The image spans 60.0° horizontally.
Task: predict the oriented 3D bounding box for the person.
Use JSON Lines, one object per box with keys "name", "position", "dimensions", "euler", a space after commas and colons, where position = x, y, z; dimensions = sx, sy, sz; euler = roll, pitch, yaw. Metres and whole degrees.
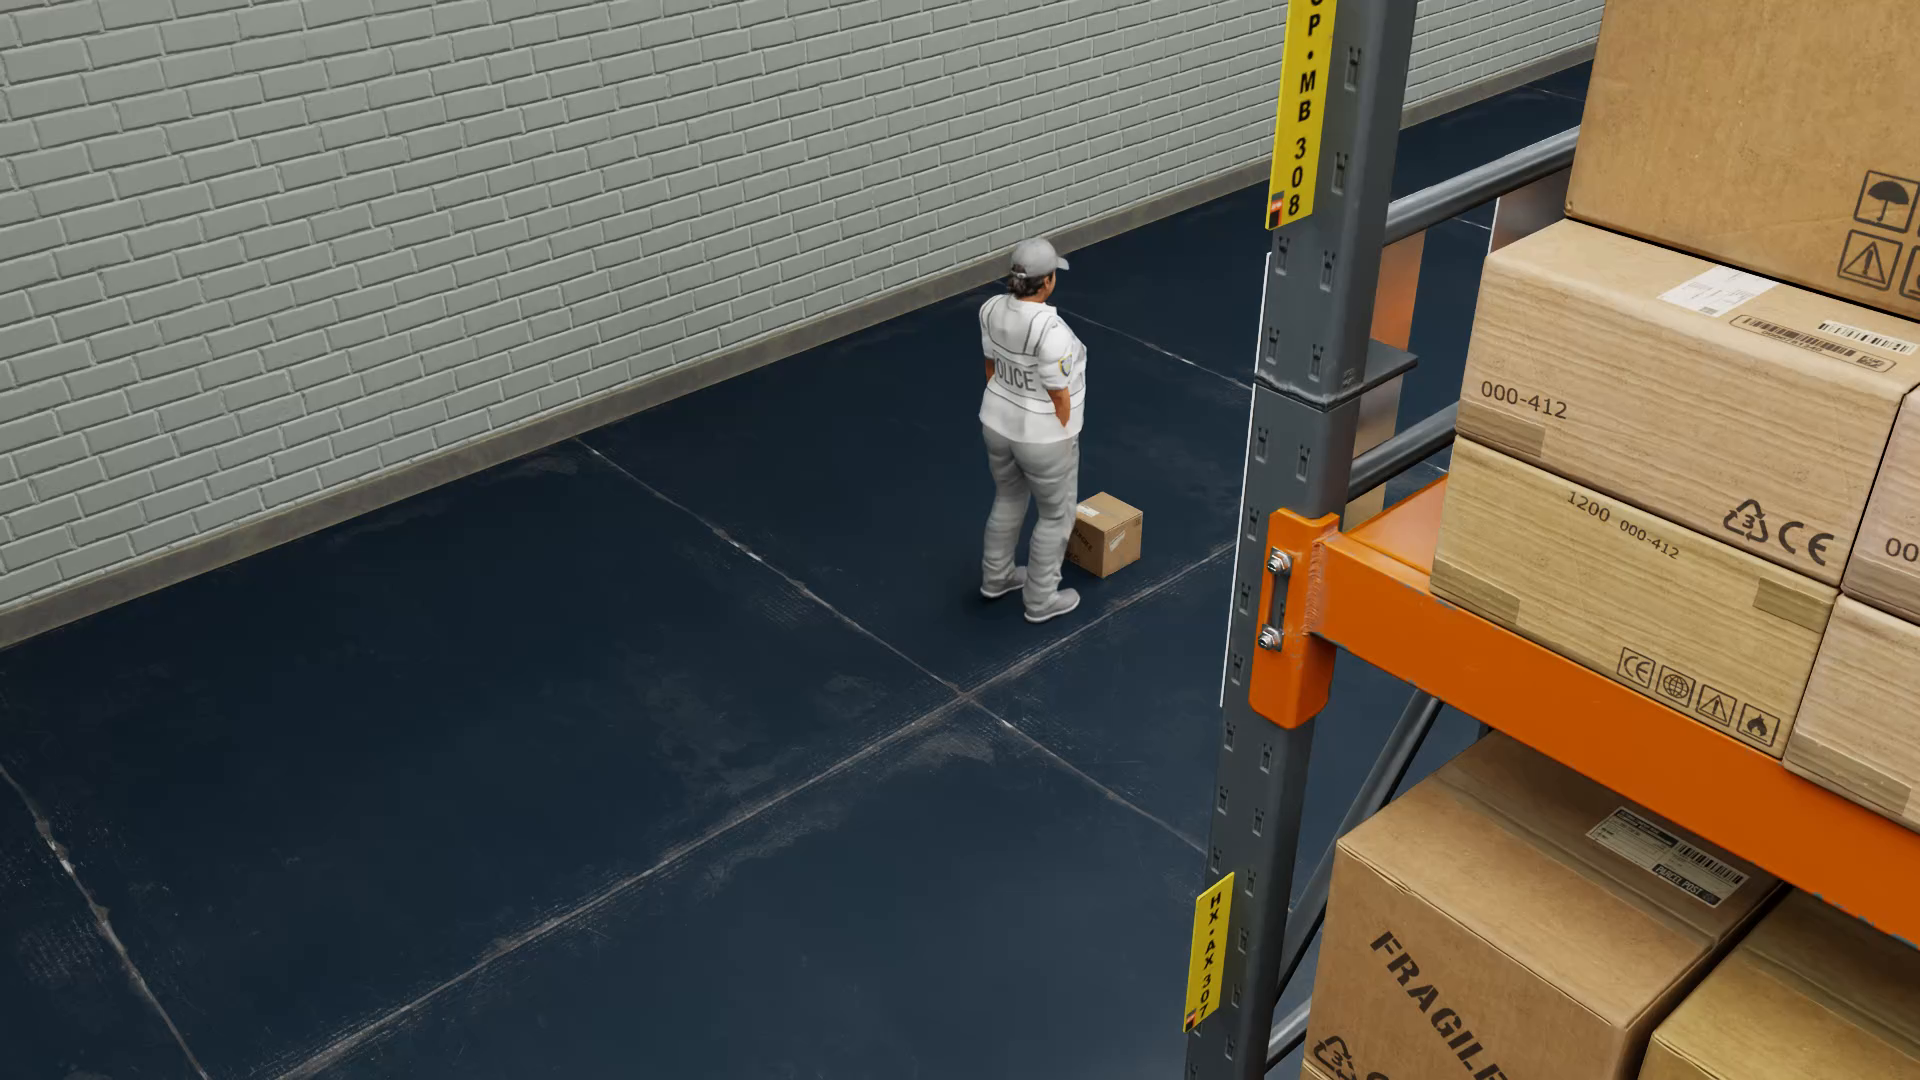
{"name": "person", "position": [0.294, -0.454, 6.875], "dimensions": [0.390, 1.663, 0.469], "euler": [-25, 40, -34]}
